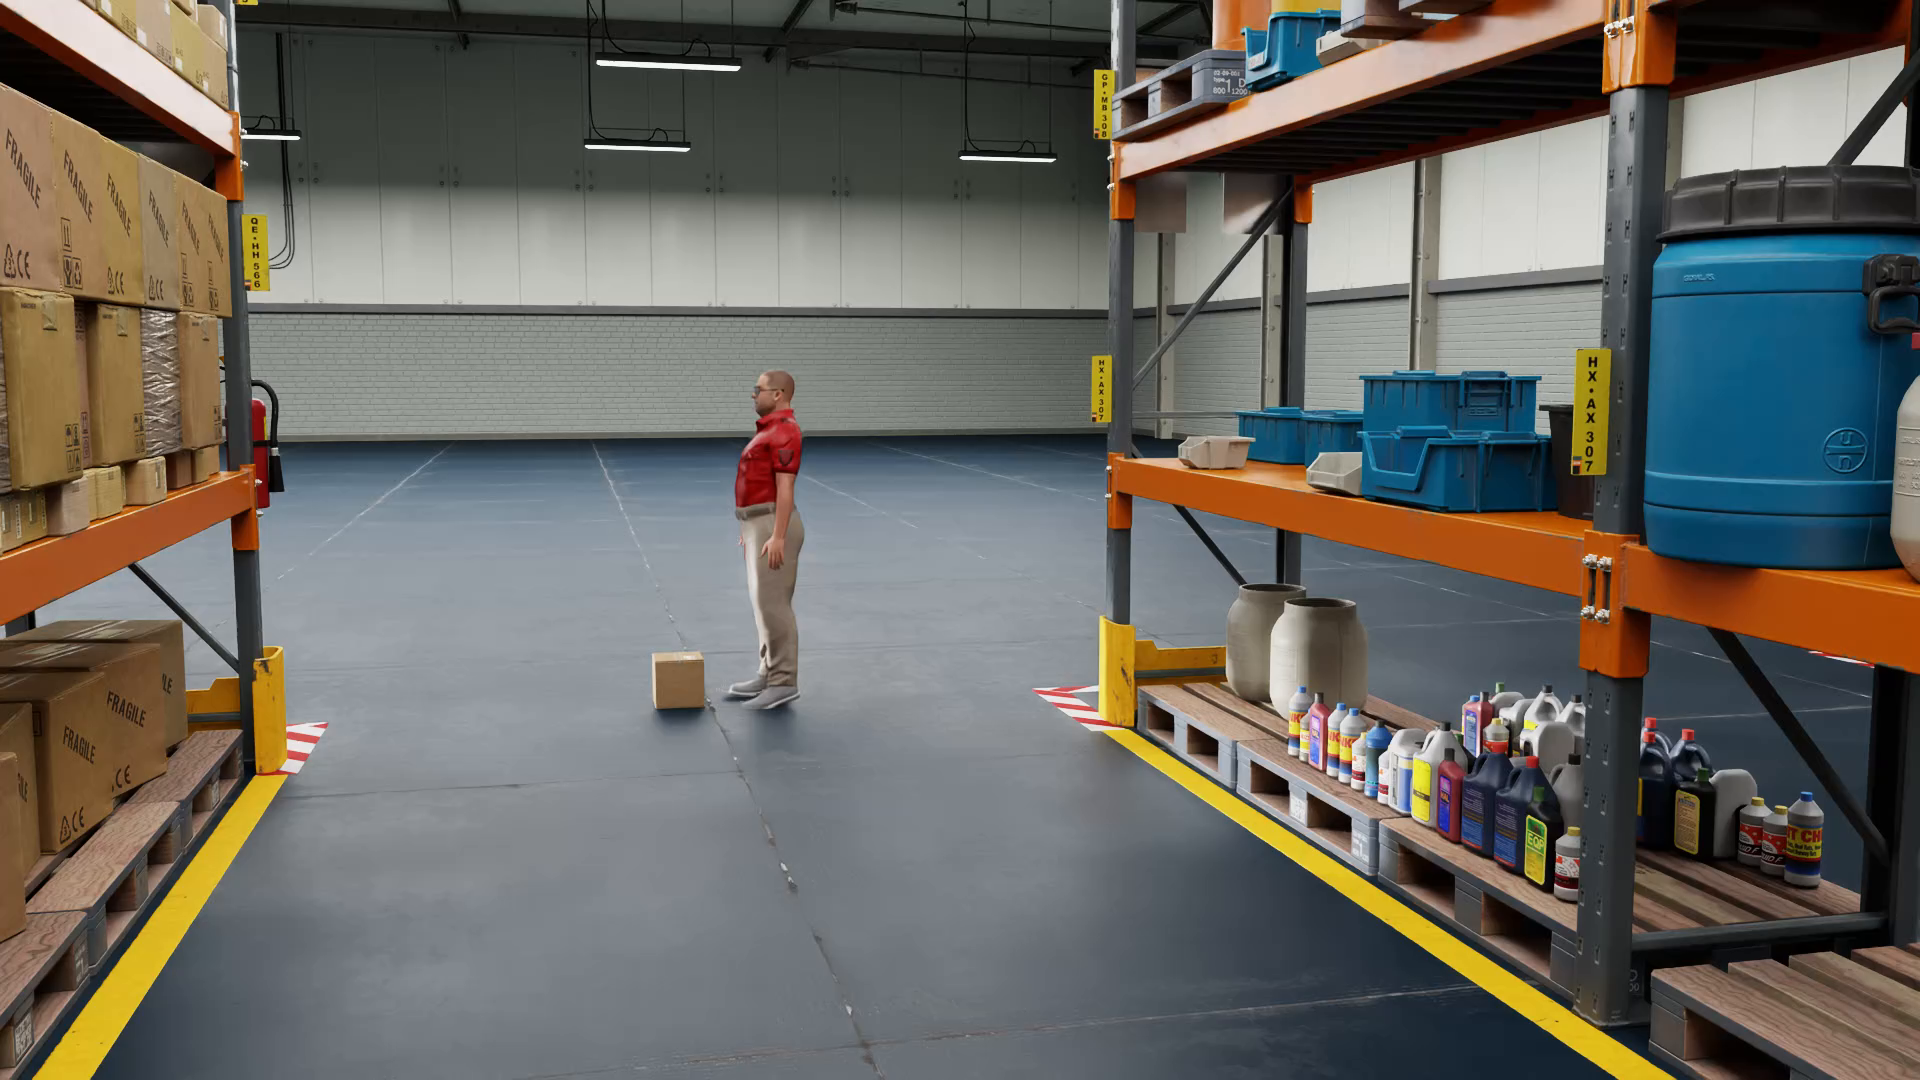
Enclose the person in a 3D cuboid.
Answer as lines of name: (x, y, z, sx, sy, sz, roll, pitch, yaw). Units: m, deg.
person: (-1.015, -0.006, 8.684, 0.390, 1.767, 0.541, -1, 6, -12)
